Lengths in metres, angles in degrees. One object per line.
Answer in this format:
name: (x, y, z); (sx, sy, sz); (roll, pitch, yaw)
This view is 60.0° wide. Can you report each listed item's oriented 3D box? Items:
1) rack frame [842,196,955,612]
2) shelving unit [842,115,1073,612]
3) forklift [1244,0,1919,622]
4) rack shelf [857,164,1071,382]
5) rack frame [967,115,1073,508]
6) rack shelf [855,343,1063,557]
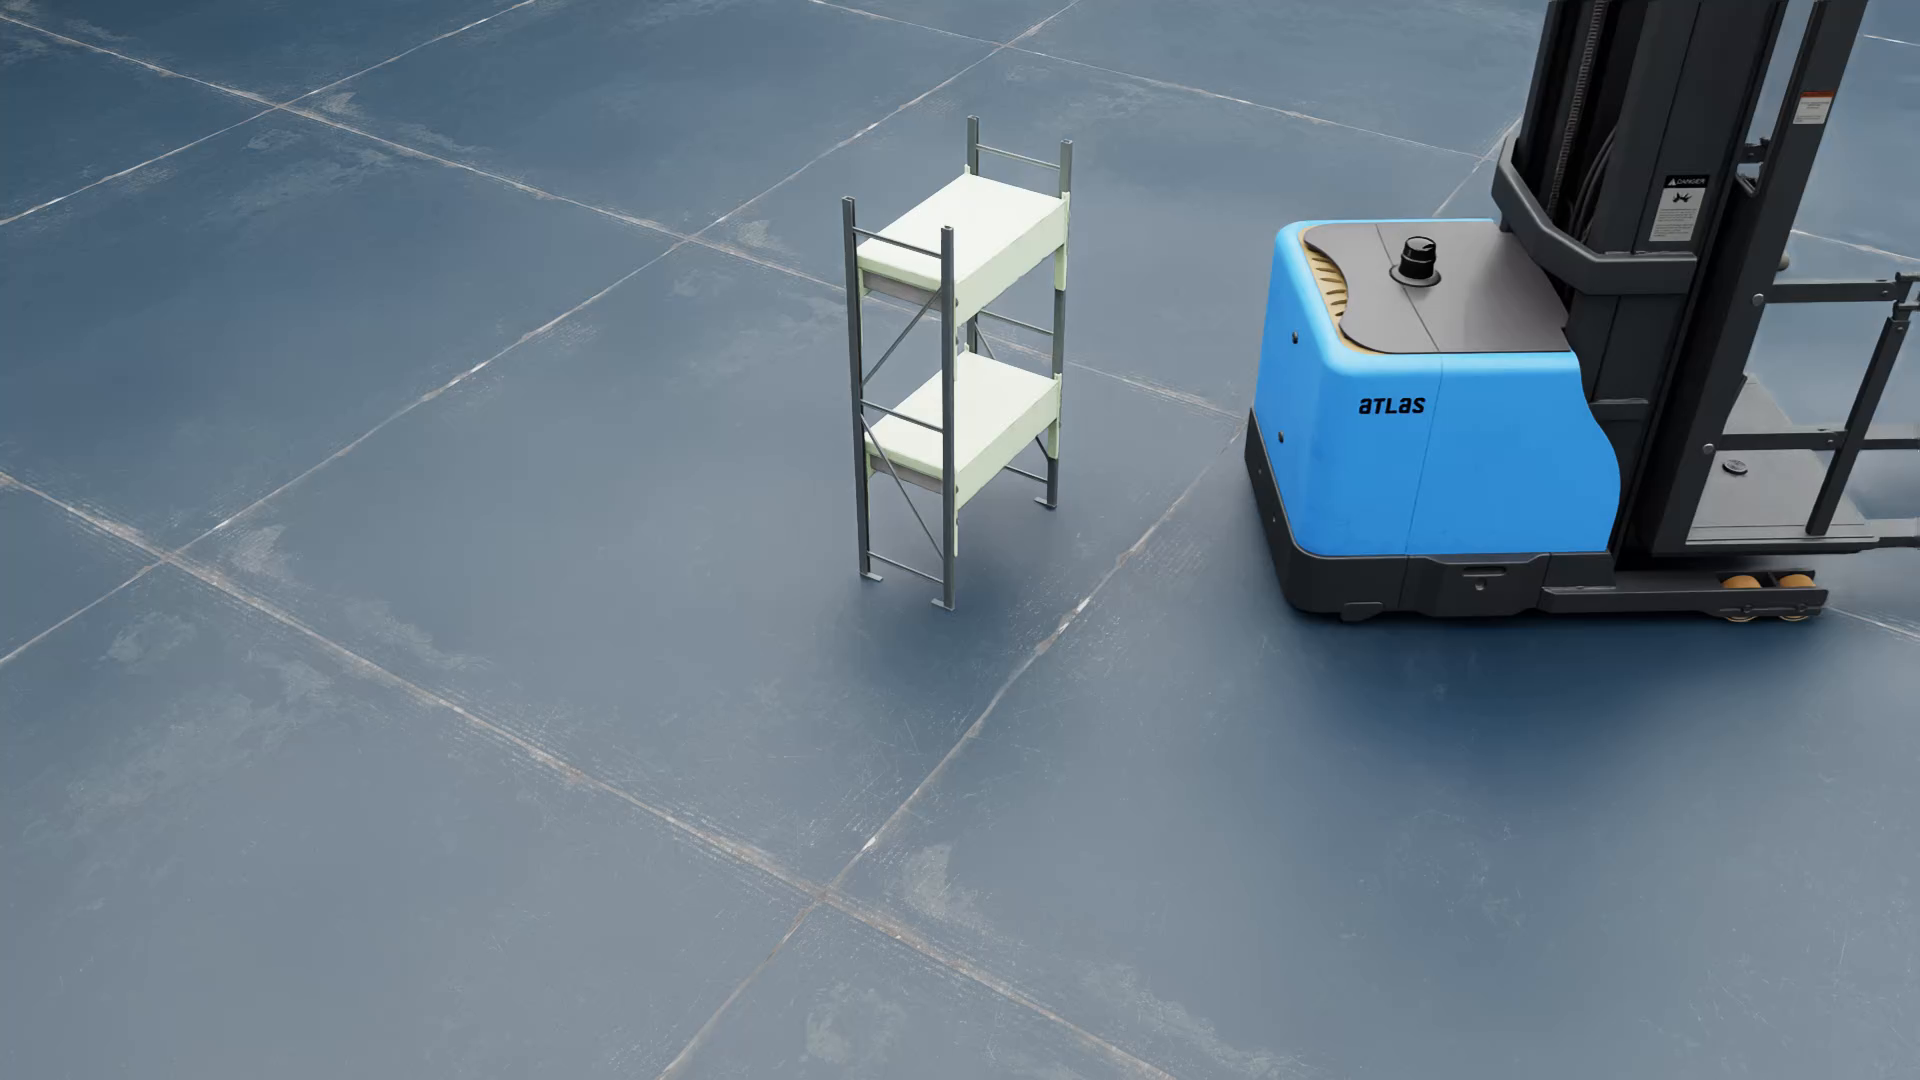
rack frame: (-0.193, -0.409, 5.552); (0.400, 1.500, 0.023); (21, 42, 25)
shelving unit: (0.004, -0.597, 5.797); (0.431, 1.500, 0.755); (21, 42, 25)
forklift: (2.647, -1.196, 5.400); (3.031, 2.935, 1.130); (-1, 38, -1)
rack shelf: (0.004, -0.907, 5.558); (0.431, 0.370, 0.720); (21, 42, 25)
rack frame: (0.200, -0.786, 6.041); (0.400, 1.500, 0.023); (21, 42, 25)
rack shelf: (0.004, -0.339, 5.996); (0.431, 0.370, 0.720); (21, 42, 25)
